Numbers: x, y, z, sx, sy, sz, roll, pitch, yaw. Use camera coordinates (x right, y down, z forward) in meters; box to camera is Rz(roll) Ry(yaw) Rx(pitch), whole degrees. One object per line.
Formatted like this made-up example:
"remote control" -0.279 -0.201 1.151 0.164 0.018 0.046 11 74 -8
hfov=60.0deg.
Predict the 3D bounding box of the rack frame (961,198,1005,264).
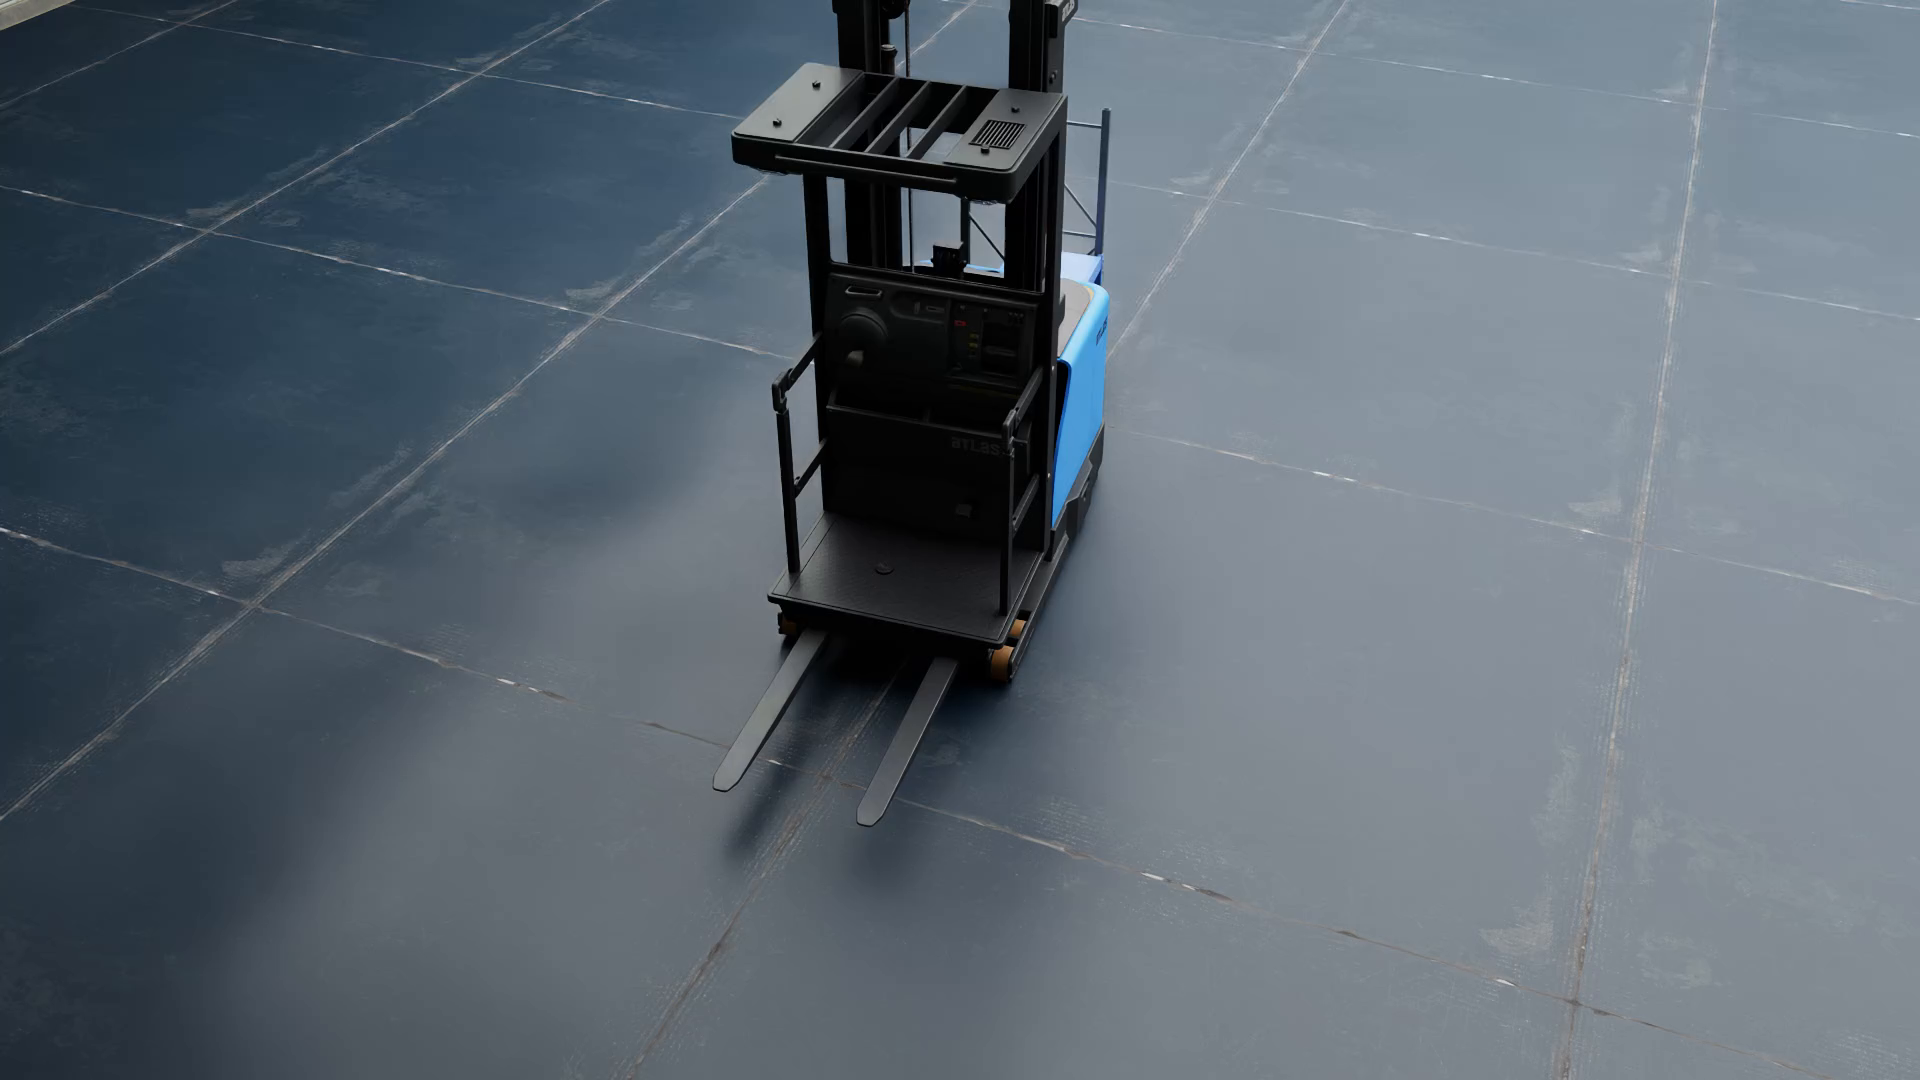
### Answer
"rack frame" 0.247 -1.142 8.525 0.500 1.500 0.032 11 38 14

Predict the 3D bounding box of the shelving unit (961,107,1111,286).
"shelving unit" 0.403 -1.432 8.913 0.538 1.500 1.048 11 38 14

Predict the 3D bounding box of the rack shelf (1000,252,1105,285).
"rack shelf" 0.403 -1.288 9.020 0.538 0.185 1.000 11 38 14

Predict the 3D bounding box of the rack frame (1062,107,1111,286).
"rack frame" 0.559 -1.721 9.300 0.500 1.500 0.032 11 38 14

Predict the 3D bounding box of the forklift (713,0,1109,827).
"forklift" -0.194 -0.815 6.892 1.130 2.935 3.031 11 38 14
